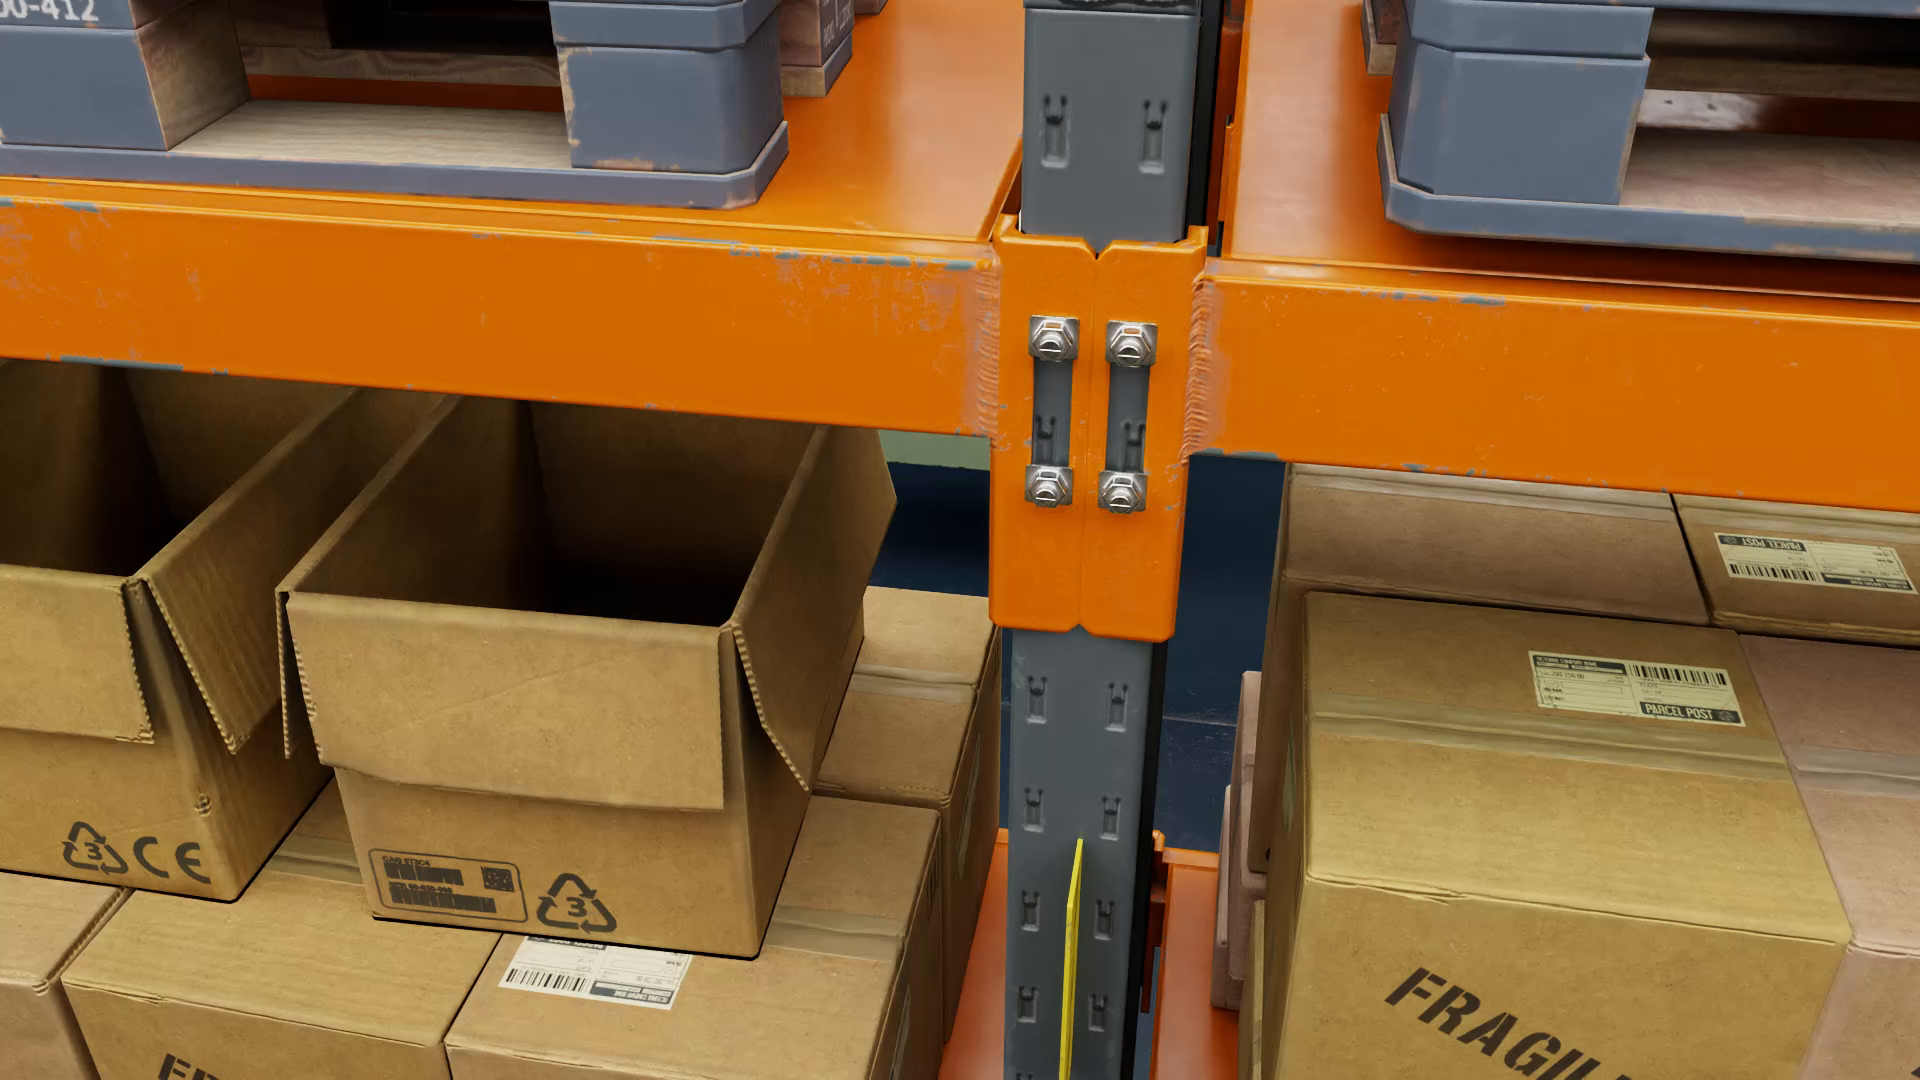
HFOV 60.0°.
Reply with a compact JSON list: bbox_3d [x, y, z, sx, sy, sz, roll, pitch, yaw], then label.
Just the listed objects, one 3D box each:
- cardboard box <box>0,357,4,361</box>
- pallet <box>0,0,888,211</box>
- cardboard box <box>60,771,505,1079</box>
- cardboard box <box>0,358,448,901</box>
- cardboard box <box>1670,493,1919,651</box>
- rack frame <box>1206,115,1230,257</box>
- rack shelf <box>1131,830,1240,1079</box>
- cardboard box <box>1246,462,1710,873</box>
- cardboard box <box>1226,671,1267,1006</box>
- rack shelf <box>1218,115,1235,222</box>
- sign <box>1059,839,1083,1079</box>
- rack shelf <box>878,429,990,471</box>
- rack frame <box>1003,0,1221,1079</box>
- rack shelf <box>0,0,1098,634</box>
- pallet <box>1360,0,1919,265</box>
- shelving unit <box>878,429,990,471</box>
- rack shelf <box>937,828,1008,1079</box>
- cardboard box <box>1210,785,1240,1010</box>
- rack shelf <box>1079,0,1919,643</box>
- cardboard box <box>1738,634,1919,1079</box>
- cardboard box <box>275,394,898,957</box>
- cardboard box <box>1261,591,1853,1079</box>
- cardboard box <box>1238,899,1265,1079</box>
[{"bbox_3d":[-1.728,-0.009,2.397,0.637,0.503,0.797,6,33,10],"label":"cardboard box"},{"bbox_3d":[-0.719,-0.620,1.767,1.217,0.209,0.805,4,32,6],"label":"pallet"},{"bbox_3d":[-0.801,0.637,2.311,0.500,0.500,0.500,6,33,10],"label":"cardboard box"},{"bbox_3d":[-1.113,0.039,2.322,0.637,0.503,0.797,6,32,9],"label":"cardboard box"},{"bbox_3d":[1.184,0.194,2.267,0.500,0.500,0.500,5,32,9],"label":"cardboard box"},{"bbox_3d":[1.026,-1.964,6.561,0.127,3.000,1.000,5,32,8],"label":"rack frame"},{"bbox_3d":[2.164,1.110,2.328,4.000,0.370,1.077,5,32,8],"label":"rack shelf"},{"bbox_3d":[0.691,0.147,2.342,0.500,0.500,0.500,6,33,10],"label":"cardboard box"},{"bbox_3d":[0.672,0.466,2.540,0.500,0.250,0.500,5,32,7],"label":"cardboard box"},{"bbox_3d":[2.997,-1.481,6.467,4.000,0.370,1.077,5,32,8],"label":"rack shelf"},{"bbox_3d":[0.111,0.454,1.681,0.005,0.325,0.100,5,32,8],"label":"sign"},{"bbox_3d":[-0.007,-0.360,6.026,0.720,0.370,0.431,5,32,8],"label":"rack shelf"},{"bbox_3d":[0.193,0.626,2.422,0.127,3.000,1.000,5,32,8],"label":"rack frame"},{"bbox_3d":[-1.779,-0.519,2.103,4.000,0.370,1.077,5,32,8],"label":"rack shelf"},{"bbox_3d":[0.997,-0.529,1.525,1.213,0.211,1.003,5,32,8],"label":"pallet"},{"bbox_3d":[-0.007,-0.636,5.853,0.755,1.500,0.431,5,32,8],"label":"shelving unit"},{"bbox_3d":[-1.779,0.753,2.899,4.000,0.370,1.077,5,32,8],"label":"rack shelf"},{"bbox_3d":[0.548,0.589,2.719,0.250,0.149,0.380,5,32,8],"label":"cardboard box"},{"bbox_3d":[2.164,-0.162,1.532,4.000,0.370,1.077,5,32,8],"label":"rack shelf"},{"bbox_3d":[1.106,0.470,1.826,0.500,0.500,0.500,5,32,8],"label":"cardboard box"},{"bbox_3d":[-0.438,0.106,2.214,0.637,0.503,0.797,4,32,7],"label":"cardboard box"},{"bbox_3d":[0.622,0.422,1.902,0.500,0.500,0.500,5,32,8],"label":"cardboard box"},{"bbox_3d":[0.612,0.743,2.097,0.500,0.250,0.500,5,32,7],"label":"cardboard box"}]
